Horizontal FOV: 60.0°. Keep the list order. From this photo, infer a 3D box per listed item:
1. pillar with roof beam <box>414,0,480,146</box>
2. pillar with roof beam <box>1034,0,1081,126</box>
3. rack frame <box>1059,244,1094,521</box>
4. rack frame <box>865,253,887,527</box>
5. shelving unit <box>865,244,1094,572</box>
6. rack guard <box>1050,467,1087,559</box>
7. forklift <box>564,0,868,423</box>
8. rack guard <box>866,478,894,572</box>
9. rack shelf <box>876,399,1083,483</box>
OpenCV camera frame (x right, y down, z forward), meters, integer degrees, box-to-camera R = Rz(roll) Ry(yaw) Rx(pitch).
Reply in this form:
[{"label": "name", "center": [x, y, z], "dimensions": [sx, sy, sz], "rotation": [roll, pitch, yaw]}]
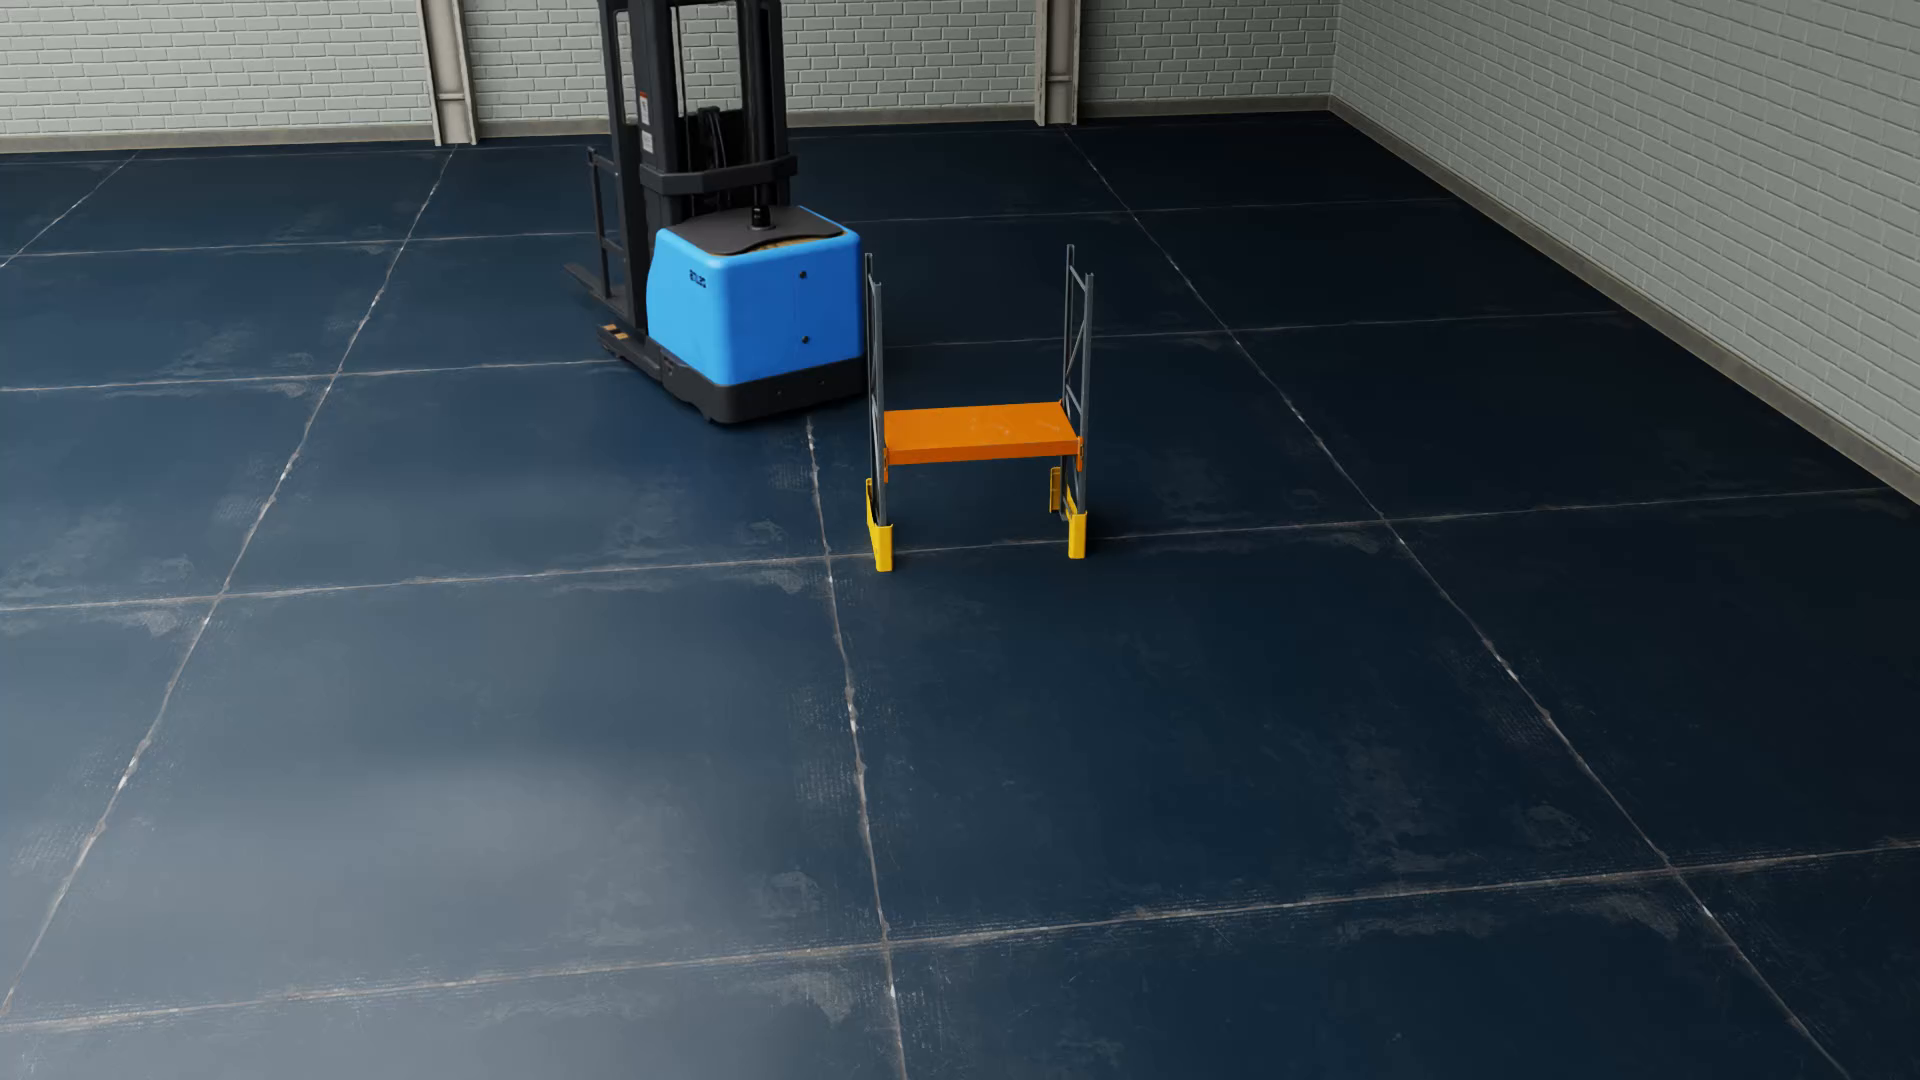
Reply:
[{"label": "pillar with roof beam", "center": [-4.354, -5.993, 10.573], "dimensions": [0.400, 9.000, 9.100], "rotation": [-4, 27, -7]}, {"label": "pillar with roof beam", "center": [1.587, -6.375, 11.317], "dimensions": [0.400, 9.000, 9.100], "rotation": [-4, 27, -7]}, {"label": "rack frame", "center": [0.588, -0.705, 8.481], "dimensions": [0.032, 1.500, 0.500], "rotation": [-4, 27, -7]}, {"label": "rack frame", "center": [-0.419, -0.640, 8.355], "dimensions": [0.032, 1.500, 0.500], "rotation": [-4, 27, -7]}, {"label": "shelving unit", "center": [0.076, -0.672, 8.417], "dimensions": [1.083, 1.500, 0.587], "rotation": [-4, 27, -7]}, {"label": "rack guard", "center": [0.569, -0.148, 8.764], "dimensions": [0.087, 0.250, 0.587], "rotation": [-4, 27, -7]}, {"label": "forklift", "center": [-1.801, -2.628, 10.661], "dimensions": [1.130, 2.935, 3.031], "rotation": [-17, 31, -29]}, {"label": "rack guard", "center": [-0.418, -0.084, 8.641], "dimensions": [0.087, 0.250, 0.587], "rotation": [-4, 27, -7]}, {"label": "rack shelf", "center": [0.084, -0.513, 8.500], "dimensions": [1.000, 0.185, 0.538], "rotation": [-4, 27, -7]}]
